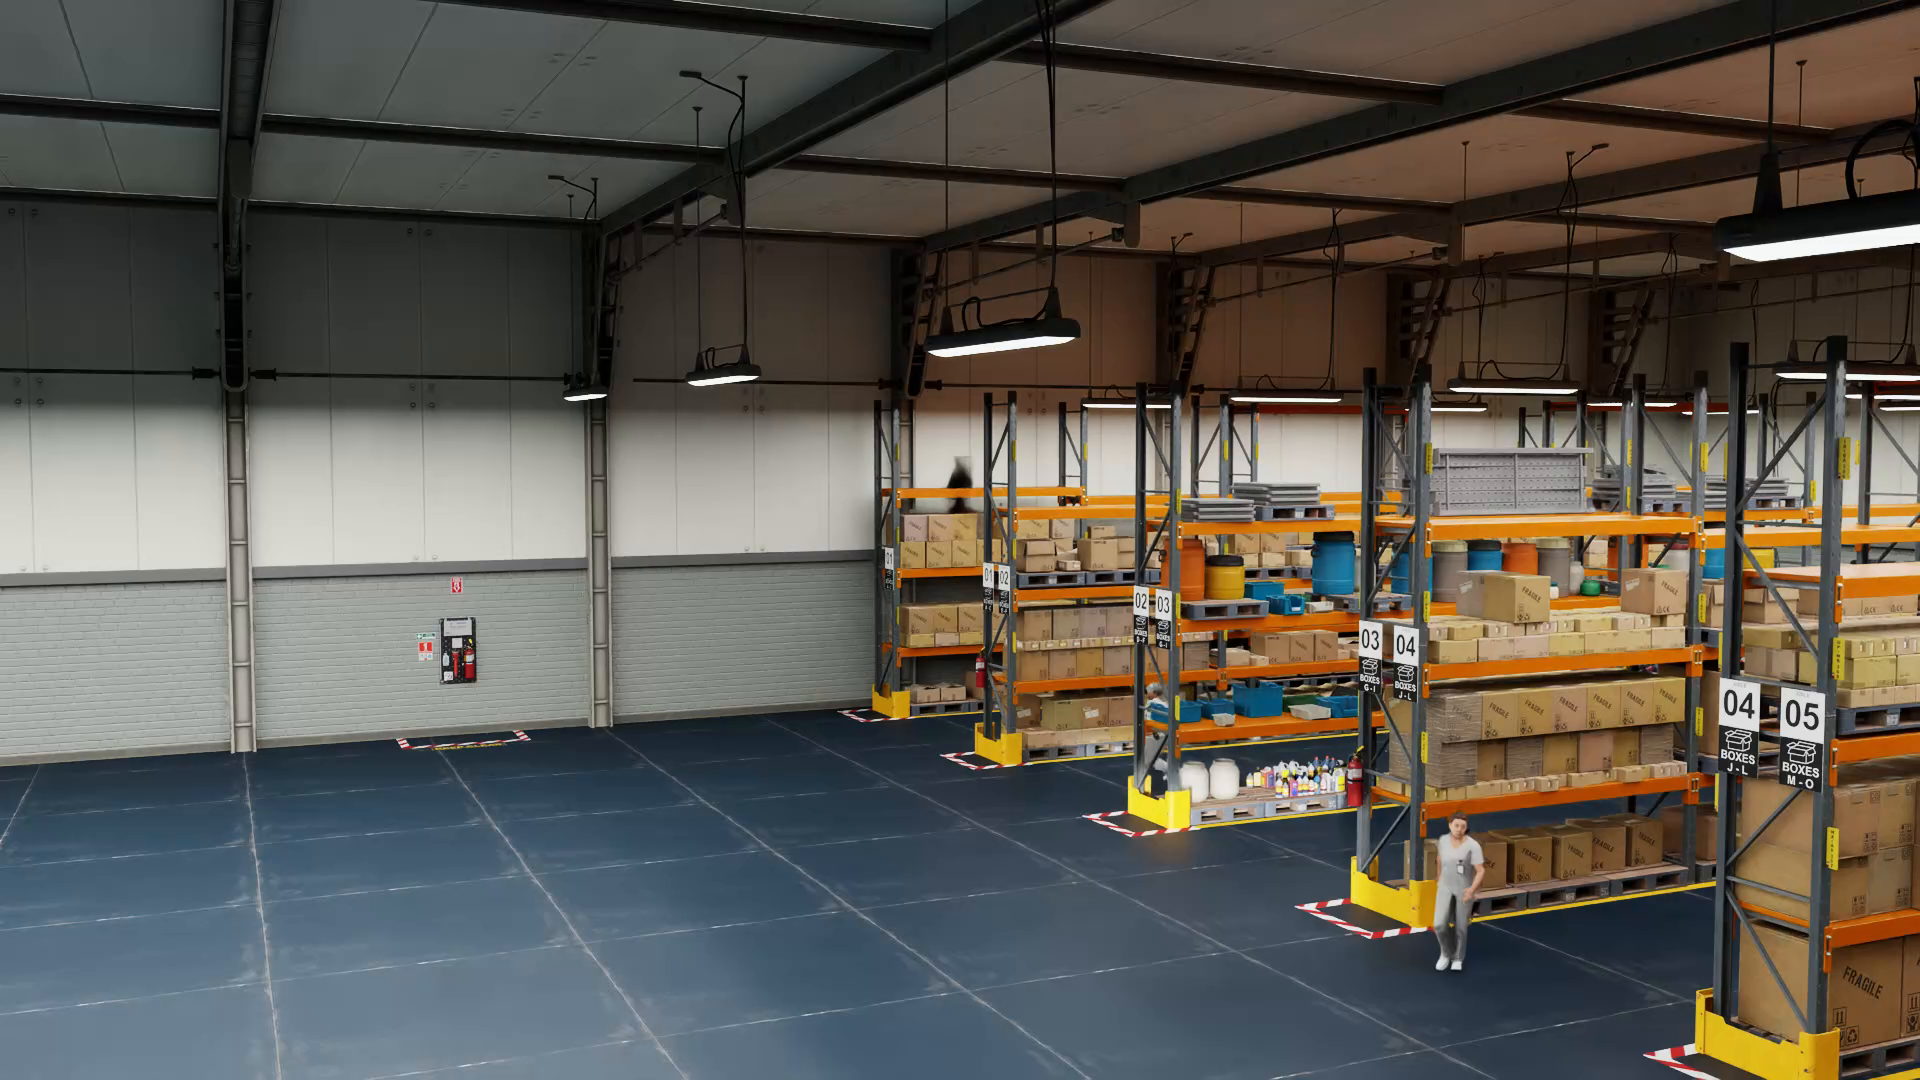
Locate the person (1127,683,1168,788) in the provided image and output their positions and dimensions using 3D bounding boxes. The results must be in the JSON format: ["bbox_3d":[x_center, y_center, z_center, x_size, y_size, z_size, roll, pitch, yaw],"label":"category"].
[{"bbox_3d":[2.931,2.925,24.790,0.741,1.627,0.665,-1,3,-16],"label":"person"}]

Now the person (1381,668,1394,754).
[{"bbox_3d":[7.223,2.661,27.771,0.823,1.814,0.666,-2,4,-26],"label":"person"}]

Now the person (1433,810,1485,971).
[{"bbox_3d":[4.808,3.405,16.045,0.521,1.618,0.788,2,4,26],"label":"person"}]
